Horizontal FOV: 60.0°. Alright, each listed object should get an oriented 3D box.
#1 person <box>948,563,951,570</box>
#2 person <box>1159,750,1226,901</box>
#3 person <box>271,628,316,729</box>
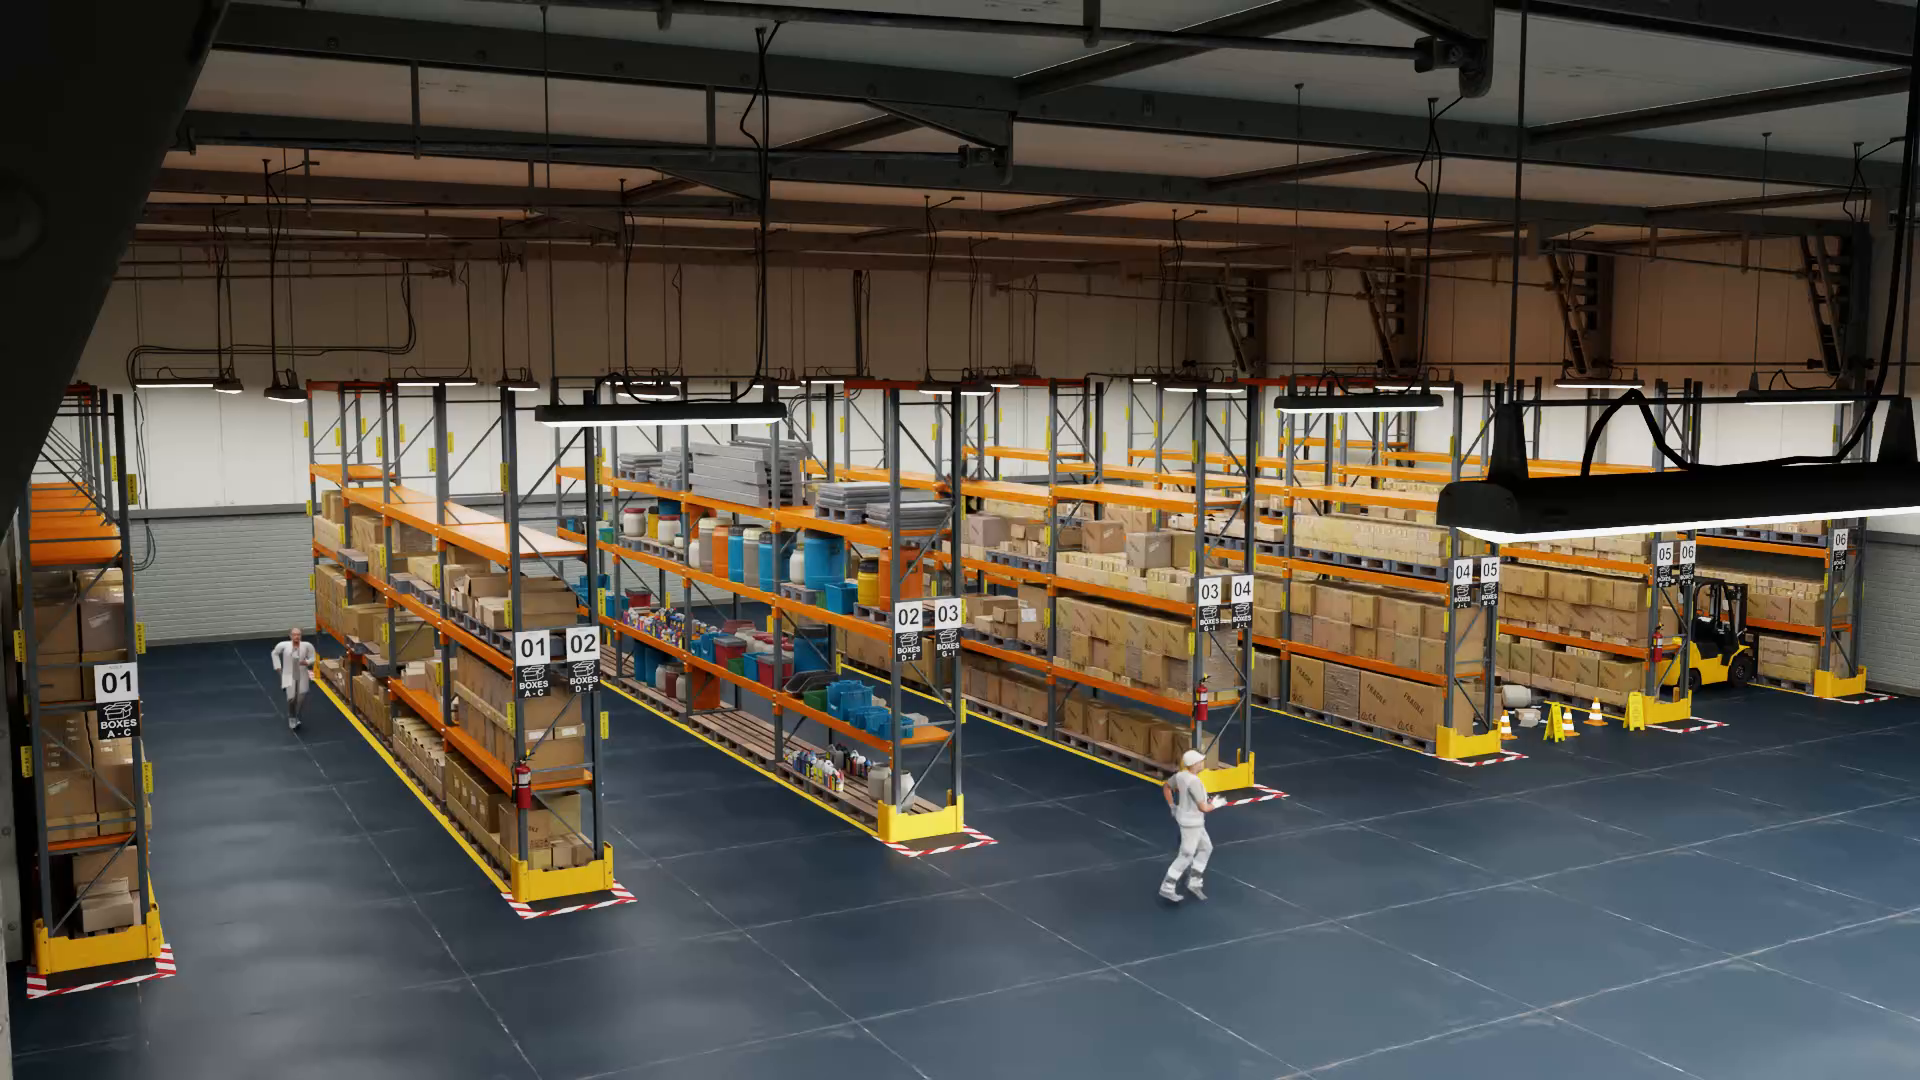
[{"bbox_3d":[-0.215,1.392,38.516,0.670,1.746,0.949,-4,7,-32],"label":"person"},{"bbox_3d":[2.716,3.374,19.485,0.776,1.852,0.664,0,6,-4],"label":"person"},{"bbox_3d":[-11.509,2.384,28.797,0.691,1.732,0.795,-3,7,-29],"label":"person"}]
